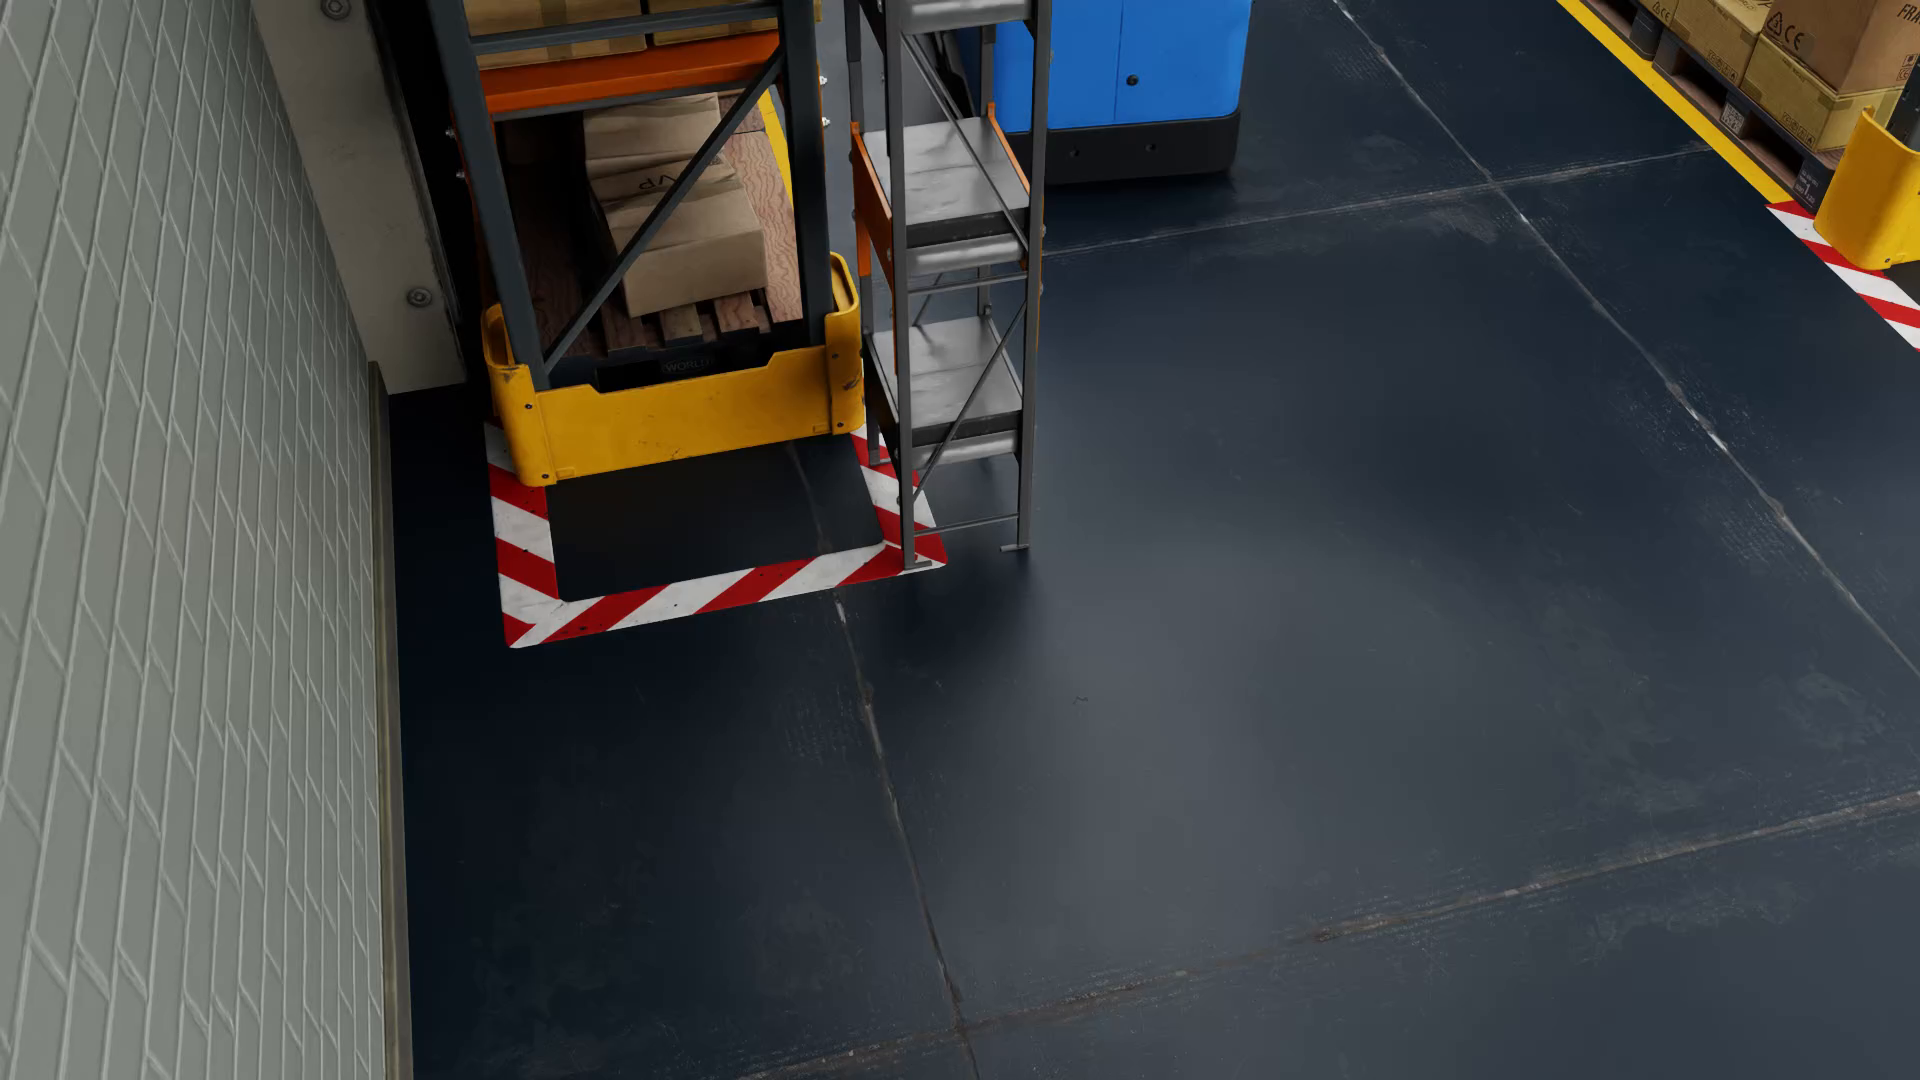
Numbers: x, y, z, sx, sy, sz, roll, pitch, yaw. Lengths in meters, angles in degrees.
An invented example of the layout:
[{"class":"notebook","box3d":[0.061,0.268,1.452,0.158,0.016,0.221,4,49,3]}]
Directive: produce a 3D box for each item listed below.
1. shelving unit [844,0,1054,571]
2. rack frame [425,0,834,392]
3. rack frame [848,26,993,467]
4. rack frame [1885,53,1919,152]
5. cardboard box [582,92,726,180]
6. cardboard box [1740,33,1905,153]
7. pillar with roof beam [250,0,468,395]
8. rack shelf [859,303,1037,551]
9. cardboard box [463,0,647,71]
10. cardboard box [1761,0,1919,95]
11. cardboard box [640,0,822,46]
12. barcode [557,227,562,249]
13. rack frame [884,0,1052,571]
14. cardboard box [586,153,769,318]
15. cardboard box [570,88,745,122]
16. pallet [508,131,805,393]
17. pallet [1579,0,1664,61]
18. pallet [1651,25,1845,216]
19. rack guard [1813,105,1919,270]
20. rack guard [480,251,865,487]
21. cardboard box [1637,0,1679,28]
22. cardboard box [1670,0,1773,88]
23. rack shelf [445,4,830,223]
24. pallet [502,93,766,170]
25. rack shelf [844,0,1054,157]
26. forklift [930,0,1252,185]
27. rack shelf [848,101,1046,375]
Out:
[{"class":"shelving unit","box3d":[-0.042,-0.849,4.612,0.431,2.100,0.503,-11,47,-10]},{"class":"rack frame","box3d":[-0.898,-1.385,4.507,1.000,3.000,0.127,-11,47,-10]},{"class":"rack frame","box3d":[-0.105,-1.018,4.777,0.400,2.100,0.015,-11,47,-10]},{"class":"rack frame","box3d":[3.890,-2.294,5.397,1.000,3.000,0.127,-11,47,-10]},{"class":"cardboard box","box3d":[-1.134,-1.486,6.180,0.500,0.311,0.500,-7,46,-7]},{"class":"cardboard box","box3d":[3.467,-1.794,6.539,0.500,0.250,0.500,-11,47,-10]},{"class":"pillar with roof beam","box3d":[2.248,-4.597,3.455,9.100,9.000,0.400,-11,47,-10]},{"class":"rack shelf","box3d":[-0.042,-0.350,5.122,0.431,0.518,0.480,-11,47,-10]},{"class":"cardboard box","box3d":[-1.205,-1.627,4.835,0.500,0.250,0.500,-10,46,-10]},{"class":"cardboard box","box3d":[3.465,-2.056,6.271,0.500,0.500,0.500,-11,47,-10]},{"class":"cardboard box","box3d":[-0.716,-1.735,4.941,0.500,0.250,0.500,-12,47,-11]},{"class":"barcode","box3d":[-1.379,-1.035,5.732,0.001,0.075,0.075,-11,47,-10]},{"class":"rack frame","box3d":[0.020,-0.681,4.447,0.400,2.100,0.015,-11,47,-10]},{"class":"cardboard box","box3d":[-0.988,-1.092,5.795,0.500,0.311,0.500,-16,48,-15]},{"class":"cardboard box","box3d":[-1.274,-2.068,6.618,0.700,0.500,0.500,-13,47,-13]},{"class":"pallet","box3d":[-1.091,-1.029,6.111,1.003,0.211,1.213,-11,47,-10]},{"class":"pallet","box3d":[3.345,-2.679,7.727,1.003,0.211,1.213,-11,47,-10]},{"class":"pallet","box3d":[3.653,-1.838,6.903,1.003,0.211,1.213,-11,47,-10]},{"class":"rack guard","box3d":[3.896,-1.402,6.274,1.175,0.500,0.348,-11,47,-10]},{"class":"rack guard","box3d":[-0.917,-0.563,5.451,1.175,0.500,0.348,-11,47,-10]},{"class":"cardboard box","box3d":[3.197,-2.482,7.214,0.500,0.250,0.500,-11,47,-10]},{"class":"cardboard box","box3d":[3.327,-2.137,6.876,0.500,0.250,0.500,-11,47,-10]},{"class":"rack shelf","box3d":[-1.410,-2.514,6.117,1.077,0.370,4.000,-11,47,-10]},{"class":"pallet","box3d":[-1.400,-1.870,6.935,1.003,0.211,1.213,-11,47,-10]},{"class":"rack shelf","box3d":[-0.042,-1.330,4.122,0.431,0.518,0.480,-11,47,-10]},{"class":"forklift","box3d":[0.384,-3.461,6.589,1.130,2.935,3.031,-6,46,-5]},{"class":"rack shelf","box3d":[-0.042,-0.840,4.622,0.431,0.518,0.480,-11,47,-10]}]
